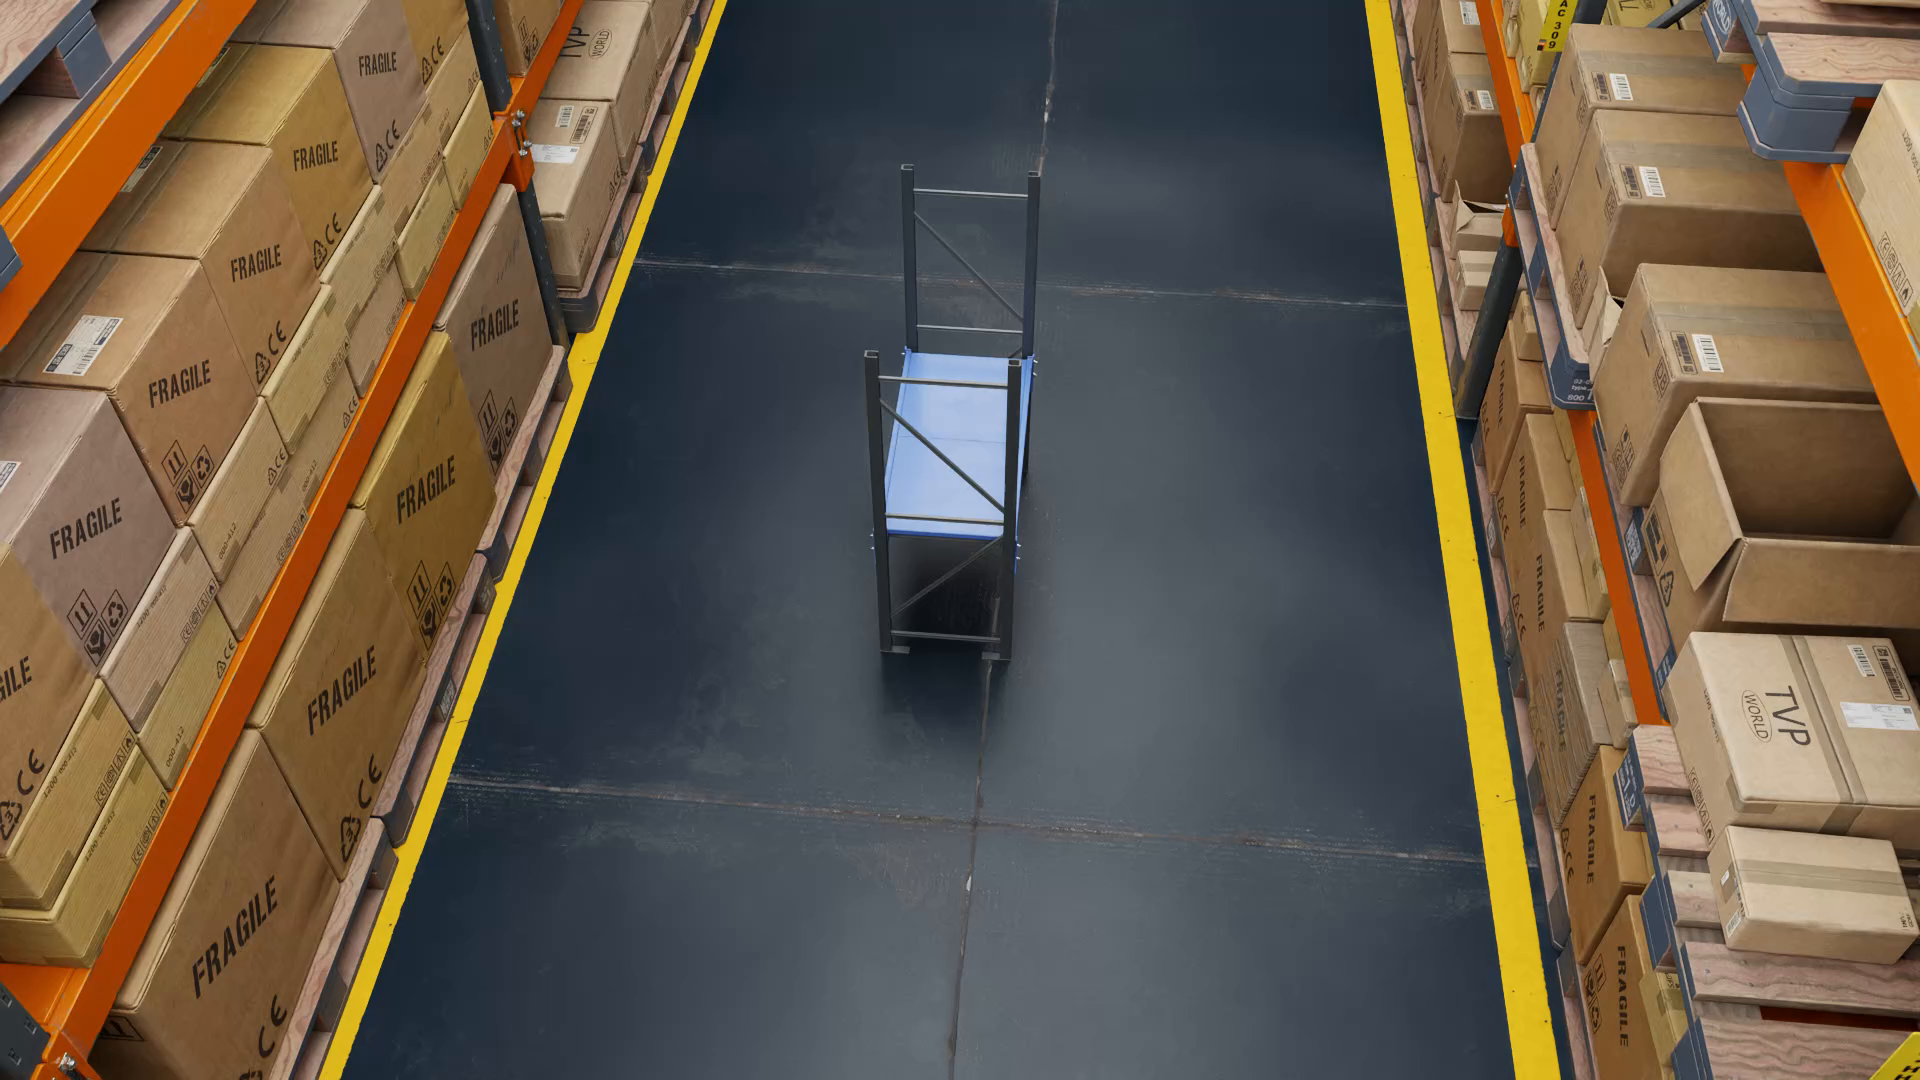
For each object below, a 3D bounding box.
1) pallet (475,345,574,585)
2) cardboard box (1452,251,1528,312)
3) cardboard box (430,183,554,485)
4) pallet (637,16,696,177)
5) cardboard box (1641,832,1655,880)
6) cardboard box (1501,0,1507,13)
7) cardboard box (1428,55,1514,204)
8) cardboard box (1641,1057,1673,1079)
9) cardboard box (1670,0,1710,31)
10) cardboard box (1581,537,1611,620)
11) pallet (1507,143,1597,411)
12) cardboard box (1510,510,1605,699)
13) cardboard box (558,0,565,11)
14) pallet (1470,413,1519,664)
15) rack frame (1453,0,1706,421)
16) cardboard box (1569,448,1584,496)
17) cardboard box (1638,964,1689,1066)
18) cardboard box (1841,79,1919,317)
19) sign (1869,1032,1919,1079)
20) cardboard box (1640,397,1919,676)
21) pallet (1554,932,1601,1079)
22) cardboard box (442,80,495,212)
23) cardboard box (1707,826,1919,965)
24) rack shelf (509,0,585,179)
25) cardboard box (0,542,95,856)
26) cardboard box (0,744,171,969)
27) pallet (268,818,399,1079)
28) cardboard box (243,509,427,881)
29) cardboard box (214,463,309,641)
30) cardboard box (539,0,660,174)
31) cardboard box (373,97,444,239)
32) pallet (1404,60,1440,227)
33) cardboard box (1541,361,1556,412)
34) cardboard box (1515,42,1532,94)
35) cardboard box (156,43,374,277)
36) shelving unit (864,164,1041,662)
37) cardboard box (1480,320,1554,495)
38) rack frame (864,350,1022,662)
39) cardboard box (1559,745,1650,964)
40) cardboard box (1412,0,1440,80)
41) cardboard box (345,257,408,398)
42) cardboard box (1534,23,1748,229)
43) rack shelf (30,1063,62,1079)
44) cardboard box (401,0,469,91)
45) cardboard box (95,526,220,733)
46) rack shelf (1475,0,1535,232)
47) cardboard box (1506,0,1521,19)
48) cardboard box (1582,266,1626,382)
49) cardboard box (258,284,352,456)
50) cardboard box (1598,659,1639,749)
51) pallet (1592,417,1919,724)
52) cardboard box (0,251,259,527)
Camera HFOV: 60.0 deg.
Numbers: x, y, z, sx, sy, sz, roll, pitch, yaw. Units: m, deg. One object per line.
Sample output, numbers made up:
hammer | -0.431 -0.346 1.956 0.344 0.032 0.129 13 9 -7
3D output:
pallet | -2.272 -0.366 6.968 1.003 0.211 1.213 4 48 4
cardboard box | 2.425 -1.157 7.449 0.380 0.149 0.250 3 48 2
cardboard box | -2.253 -0.843 6.670 0.875 0.875 0.875 5 48 5
pallet | -2.021 -2.391 8.820 1.003 0.211 1.213 4 48 4
cardboard box | 2.226 0.910 4.881 0.380 0.149 0.250 5 48 5
cardboard box | 2.497 -2.291 7.009 0.380 0.149 0.250 5 48 5
cardboard box | 2.670 -1.954 7.940 0.700 0.500 0.500 2 48 2
cardboard box | 2.127 1.768 4.536 0.500 0.500 0.500 5 48 5
cardboard box | 2.981 -1.944 6.421 0.500 0.250 0.500 3 48 3
cardboard box | 2.313 0.144 5.581 0.380 0.149 0.250 5 48 5
pallet | 2.485 -0.904 5.700 1.003 0.211 1.213 4 48 4
cardboard box | 2.310 0.252 5.922 0.500 0.500 0.500 3 48 2
cardboard box | -1.923 -2.610 7.063 0.500 0.500 0.500 4 48 4
pallet | 2.630 -0.007 6.639 1.003 0.211 1.213 4 48 4
rack frame | 2.667 -1.548 6.159 1.000 3.000 0.127 4 48 4
cardboard box | 2.397 -0.219 5.914 0.380 0.149 0.250 3 48 3
cardboard box | 2.089 1.291 4.532 0.380 0.149 0.250 2 48 2
cardboard box | 2.198 -0.701 3.454 0.500 0.250 0.500 4 48 4
sign | 1.761 0.997 3.100 0.100 0.325 0.005 4 48 4
cardboard box | 2.267 0.002 4.386 0.797 0.503 0.637 3 48 3
pallet | 2.408 1.786 4.999 1.003 0.211 1.213 4 48 4
cardboard box | -2.066 -1.482 6.201 0.500 0.250 0.500 3 48 3
cardboard box | 1.980 0.825 3.874 0.380 0.149 0.250 5 48 4
rack shelf | -2.094 -3.106 8.072 1.077 0.370 4.000 4 48 4
cardboard box | -2.353 0.343 3.684 0.500 0.500 0.500 2 48 2
cardboard box | -2.346 0.768 4.143 0.500 0.250 0.500 3 48 3
pallet | -2.494 1.427 5.328 1.003 0.211 1.213 4 48 4
cardboard box | -2.410 0.478 5.461 0.875 0.875 0.875 4 48 4
cardboard box | -2.263 0.004 4.841 0.500 0.250 0.500 5 48 5
cardboard box | -2.032 -2.269 8.270 0.875 0.438 0.875 3 48 2
cardboard box | -2.113 -1.290 5.685 0.500 0.250 0.500 5 48 4
pallet | 2.839 -2.011 8.472 1.003 0.211 1.213 4 48 4
cardboard box | 2.421 -0.611 6.272 0.380 0.149 0.250 3 48 2
cardboard box | 2.446 -1.908 6.658 0.380 0.149 0.250 5 48 5
cardboard box | -2.173 -1.154 5.053 0.500 0.500 0.500 5 48 5
shelving unit | -0.008 -0.443 6.165 0.538 1.500 1.048 4 48 4
cardboard box | 2.399 -0.506 6.616 0.500 0.500 0.500 6 48 5
rack frame | -0.054 -0.070 5.824 0.500 1.500 0.032 4 48 4
cardboard box | 2.228 1.016 5.223 0.500 0.500 0.500 6 48 5
cardboard box | 2.765 -2.717 8.638 0.700 0.500 0.500 6 48 5
cardboard box | -2.179 -0.739 5.520 0.500 0.250 0.500 3 48 2
cardboard box | 2.400 -1.383 5.656 0.700 0.500 0.500 5 48 5
rack shelf | -2.823 2.772 2.695 1.077 0.370 4.000 4 48 4
cardboard box | -2.067 -1.906 5.741 0.500 0.500 0.500 5 48 5
cardboard box | -2.301 0.206 4.317 0.500 0.250 0.500 5 48 4
rack shelf | 2.849 -2.775 7.769 1.077 0.370 4.000 4 48 4
cardboard box | 2.501 -2.358 6.800 0.500 0.250 0.500 4 48 4
cardboard box | 2.158 -0.650 5.144 0.396 0.266 0.258 6 48 5
cardboard box | -2.184 -0.531 4.992 0.500 0.250 0.500 5 48 4
cardboard box | 2.244 0.521 5.236 0.380 0.149 0.250 2 48 2
pallet | 2.475 0.026 4.849 1.003 0.211 1.213 4 48 4
cardboard box | -2.255 -0.402 4.365 0.500 0.500 0.500 5 48 5
